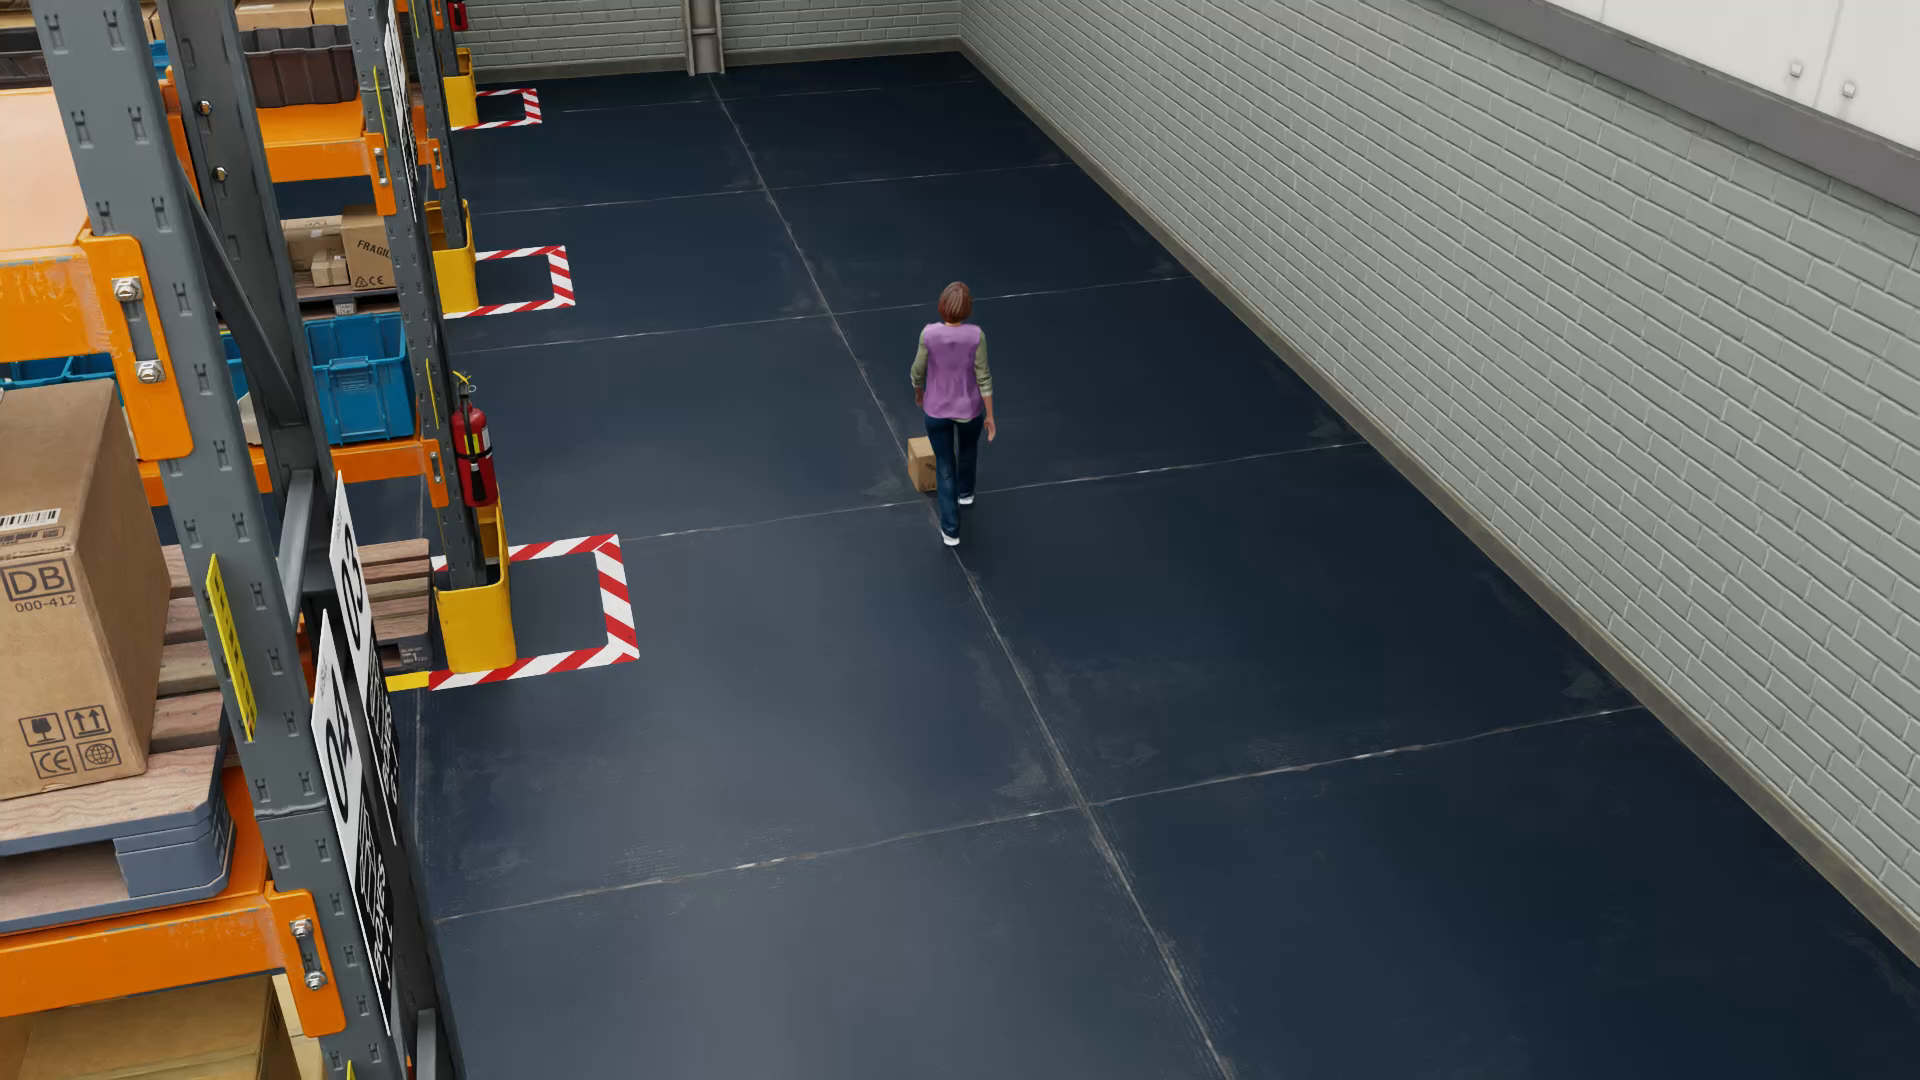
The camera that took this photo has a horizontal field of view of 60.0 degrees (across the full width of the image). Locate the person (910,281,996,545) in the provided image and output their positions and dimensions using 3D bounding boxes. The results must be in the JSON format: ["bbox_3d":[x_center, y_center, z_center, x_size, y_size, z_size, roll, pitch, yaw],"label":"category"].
[{"bbox_3d":[-0.050,-0.797,9.563,0.470,1.579,0.722,-2,31,-3],"label":"person"}]
